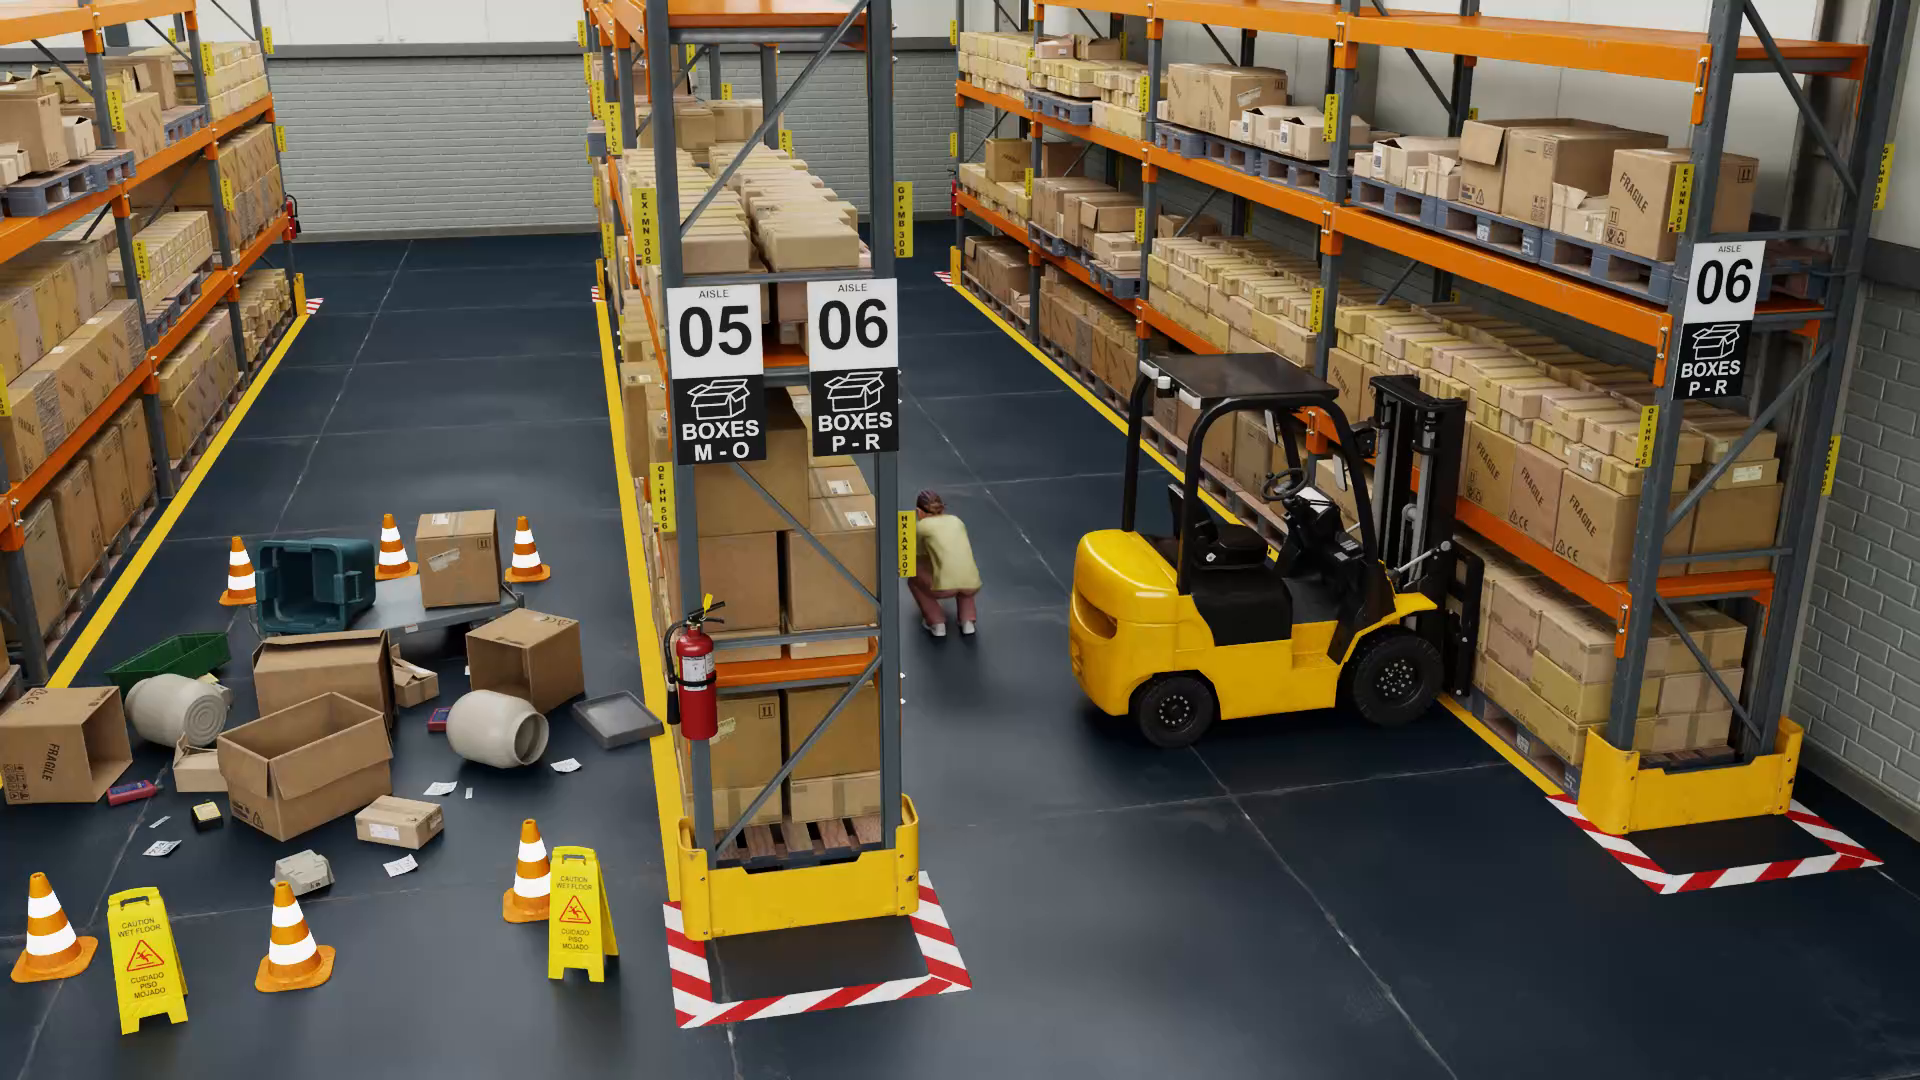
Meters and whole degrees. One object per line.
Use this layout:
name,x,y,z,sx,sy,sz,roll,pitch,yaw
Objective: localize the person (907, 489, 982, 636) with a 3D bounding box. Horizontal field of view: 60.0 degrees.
person,-0.125,0.149,11.775,0.488,0.928,0.810,-5,20,-15
